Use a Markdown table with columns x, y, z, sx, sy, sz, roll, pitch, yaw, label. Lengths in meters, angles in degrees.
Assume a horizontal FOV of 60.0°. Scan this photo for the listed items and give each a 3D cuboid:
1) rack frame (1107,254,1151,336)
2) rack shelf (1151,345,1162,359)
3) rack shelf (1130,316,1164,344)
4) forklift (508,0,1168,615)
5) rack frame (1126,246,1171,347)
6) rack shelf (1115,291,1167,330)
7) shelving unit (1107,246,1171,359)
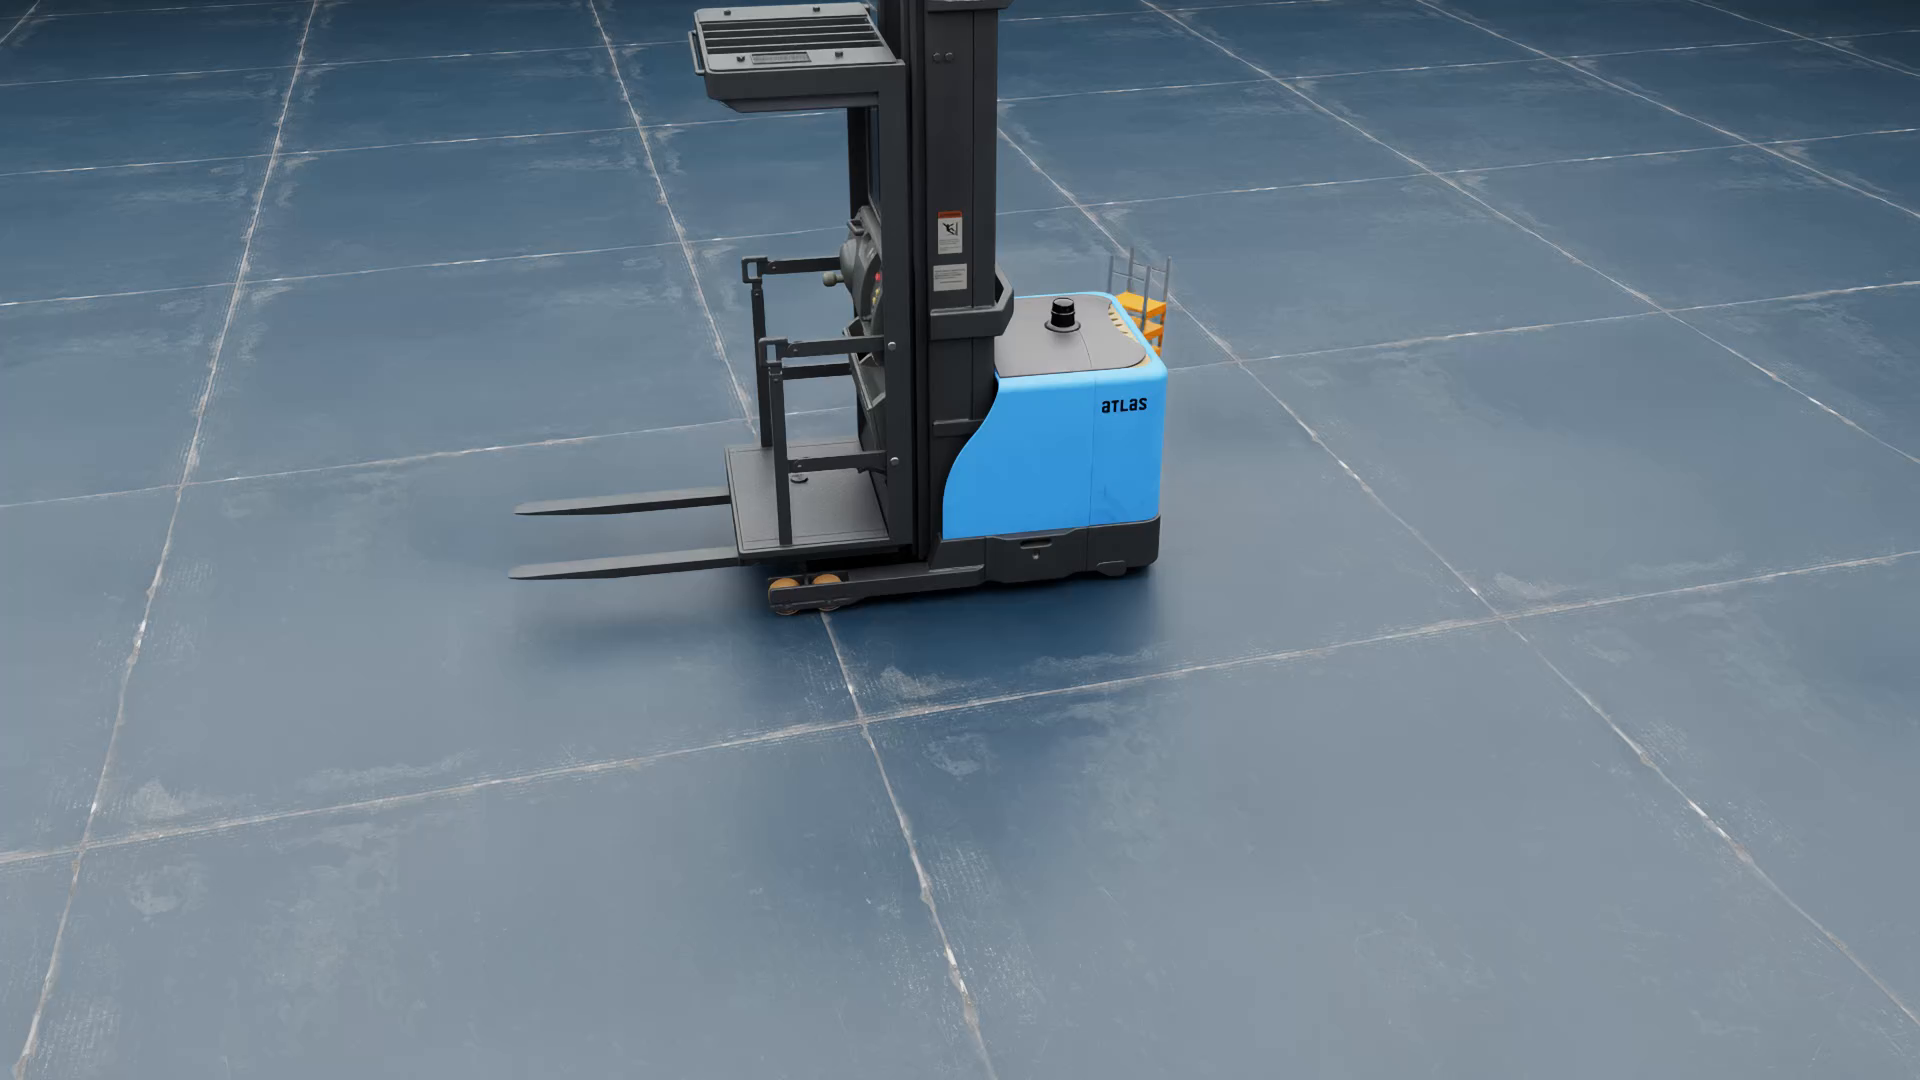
| x | y | z | sx | sy | sz | roll | pitch | yaw | label |
| --- | --- | --- | --- | --- | --- | --- | --- | --- | --- |
| 0.817 | -0.856 | 8.509 | 0.240 | 1.200 | 0.006 | 23 | 34 | 33 | rack frame |
| 0.878 | -0.954 | 8.537 | 0.258 | 0.103 | 0.180 | 23 | 34 | 33 | rack shelf |
| 0.883 | -1.059 | 8.480 | 0.258 | 0.103 | 0.180 | 23 | 34 | 33 | rack shelf |
| -0.617 | -1.211 | 7.416 | 3.031 | 2.935 | 1.130 | -5 | 30 | -9 | forklift |
| 0.932 | -0.918 | 8.636 | 0.240 | 1.200 | 0.006 | 23 | 34 | 33 | rack frame |
| 0.888 | -1.165 | 8.424 | 0.258 | 0.103 | 0.180 | 23 | 34 | 33 | rack shelf |
| 0.875 | -0.887 | 8.572 | 0.258 | 1.200 | 0.189 | 23 | 34 | 33 | shelving unit |
